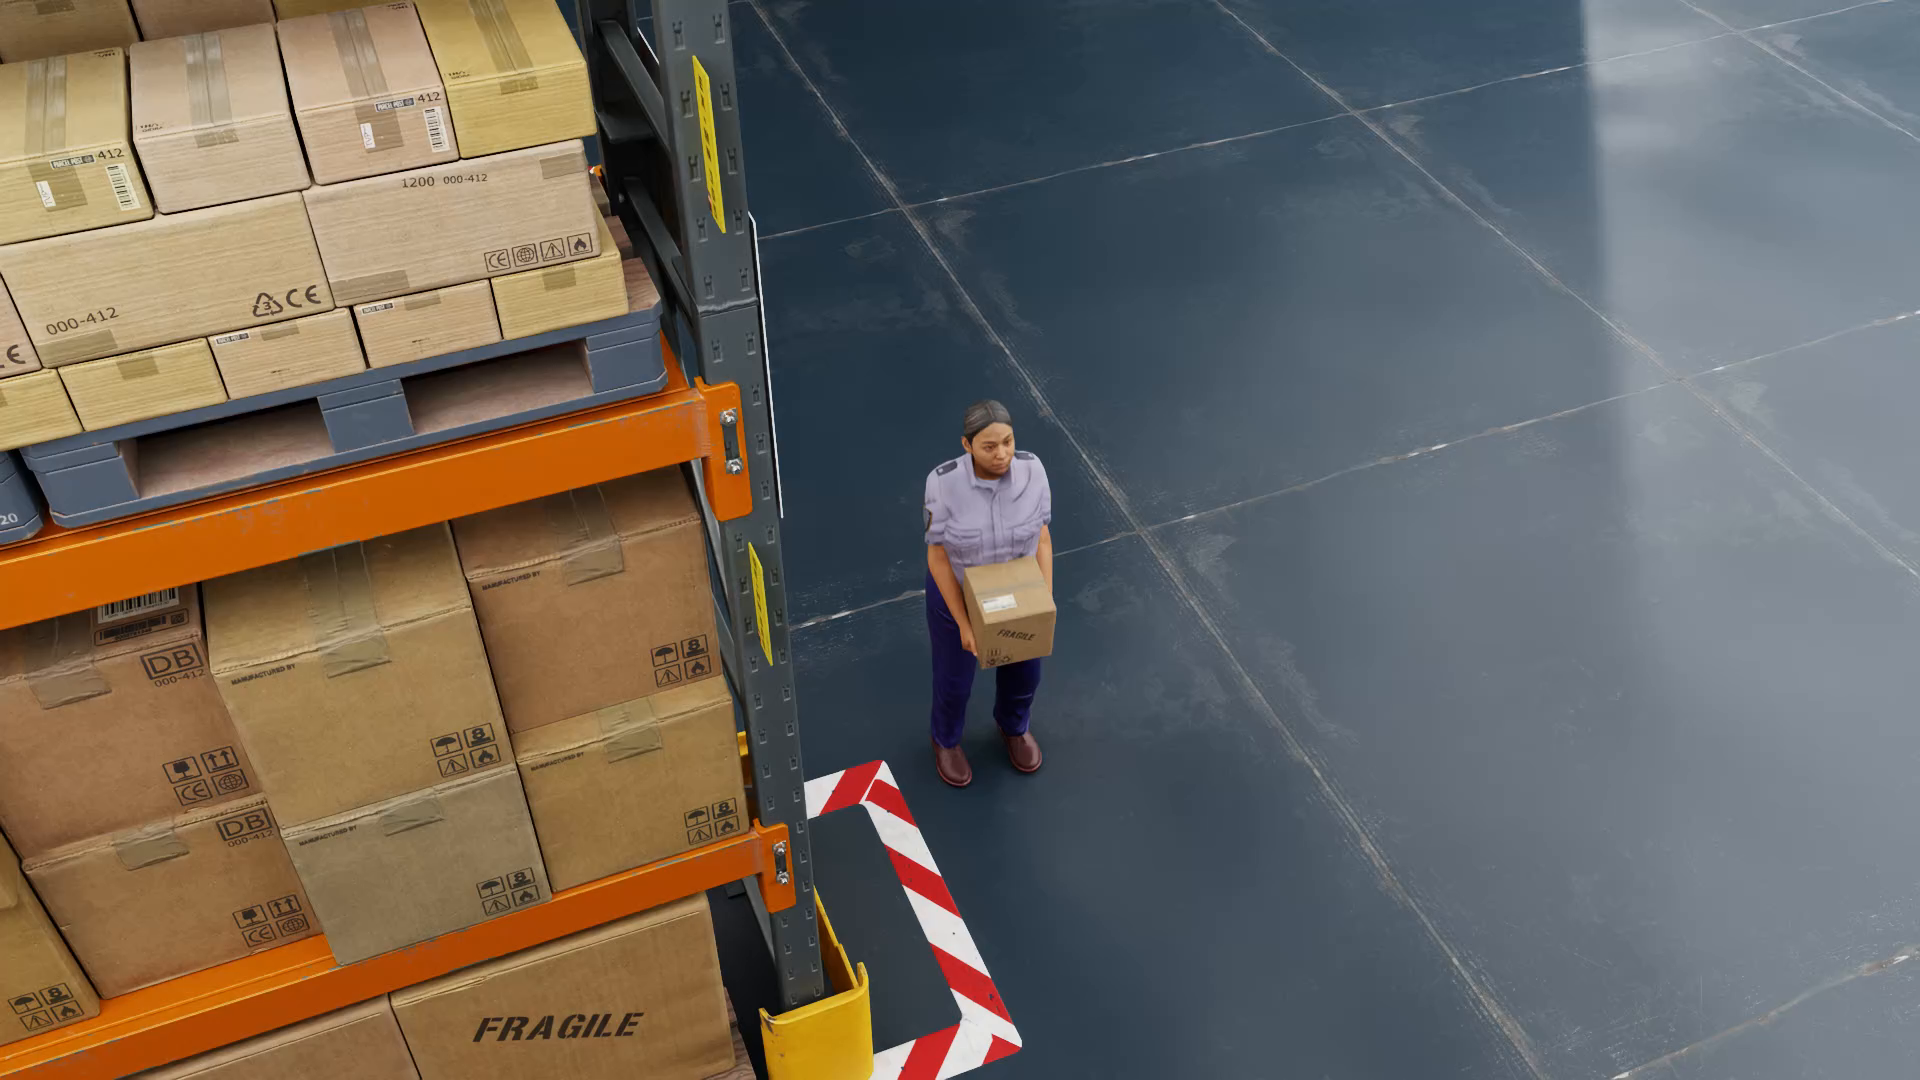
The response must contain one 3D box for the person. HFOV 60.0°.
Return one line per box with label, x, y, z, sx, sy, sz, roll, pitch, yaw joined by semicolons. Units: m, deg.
person;0.117;0.255;5.897;0.453;1.637;0.517;-11;43;-12
